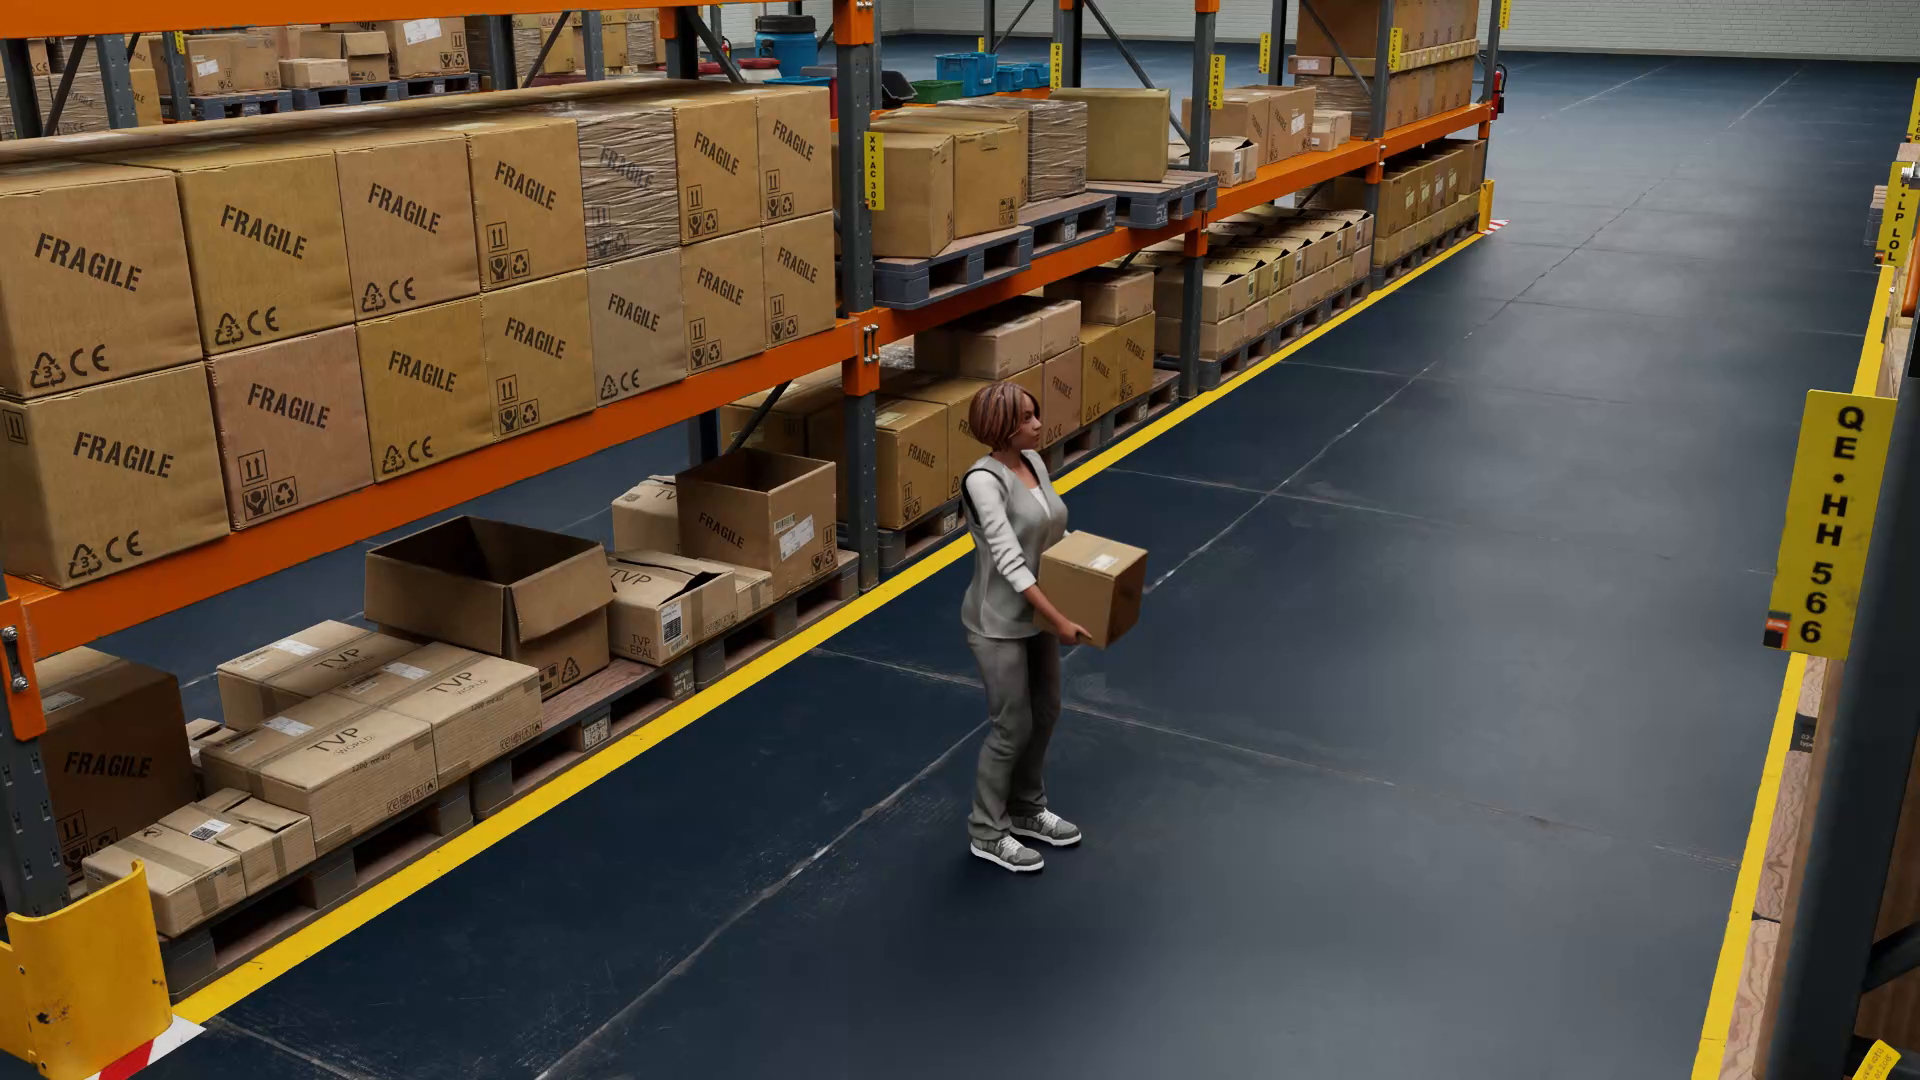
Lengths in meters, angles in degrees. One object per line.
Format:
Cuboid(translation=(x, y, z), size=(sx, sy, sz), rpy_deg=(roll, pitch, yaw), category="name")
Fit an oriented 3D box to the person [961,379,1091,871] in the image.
Cuboid(translation=(0.250, 0.282, 5.293), size=(0.489, 1.596, 0.425), rpy_deg=(11, 22, 27), category="person")
